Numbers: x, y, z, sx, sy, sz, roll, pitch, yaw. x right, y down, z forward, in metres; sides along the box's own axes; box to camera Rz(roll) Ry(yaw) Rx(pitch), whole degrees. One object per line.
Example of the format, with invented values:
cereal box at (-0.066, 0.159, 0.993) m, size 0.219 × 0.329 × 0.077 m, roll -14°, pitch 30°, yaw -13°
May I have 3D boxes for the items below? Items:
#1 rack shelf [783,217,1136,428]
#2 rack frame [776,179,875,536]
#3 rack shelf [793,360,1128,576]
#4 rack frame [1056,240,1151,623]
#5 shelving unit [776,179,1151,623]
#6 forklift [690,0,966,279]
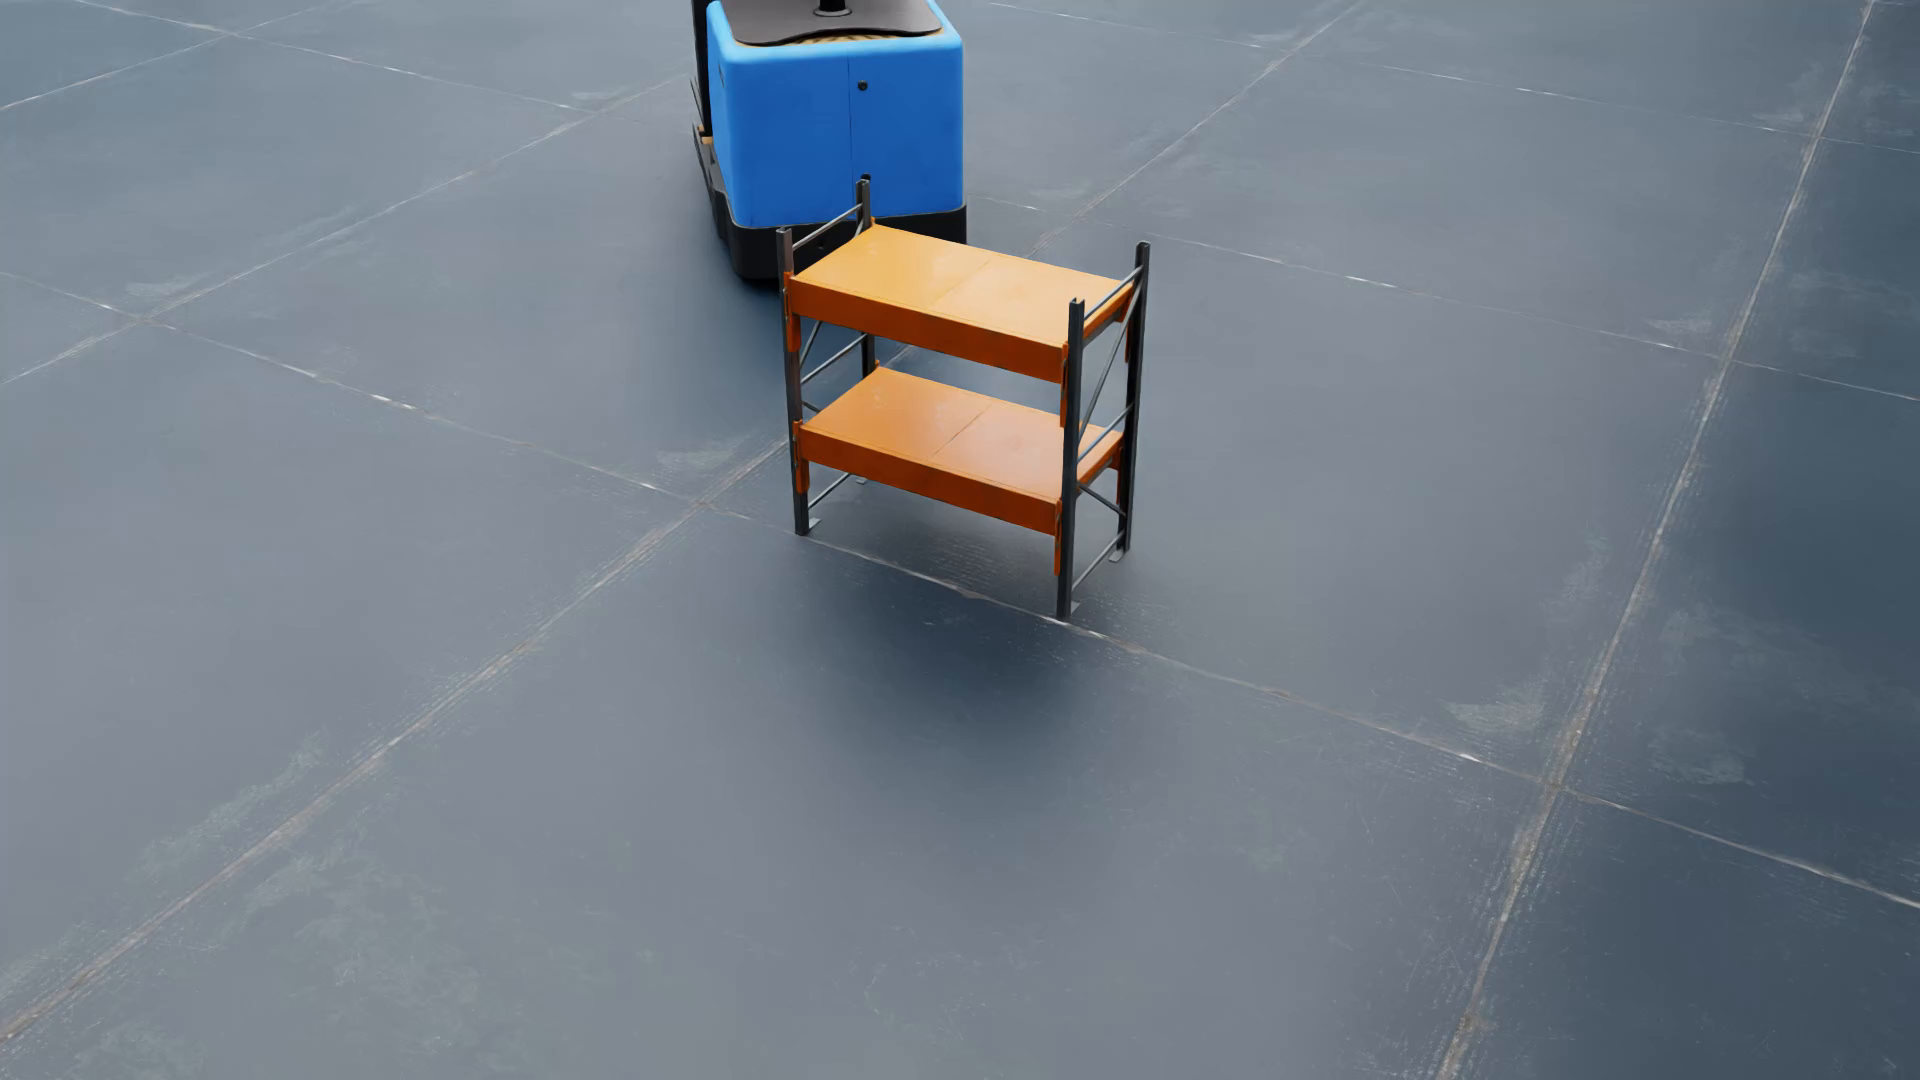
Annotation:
rack shelf at (0.006, -0.710, 5.273) m, size 1.000 × 0.278 × 0.538 m, roll 18°, pitch 37°, yaw 24°
rack frame at (-0.435, -0.606, 5.645) m, size 0.032 × 1.125 × 0.500 m, roll 18°, pitch 37°, yaw 24°
rack shelf at (0.006, -0.263, 5.571) m, size 1.000 × 0.278 × 0.538 m, roll 18°, pitch 37°, yaw 24°
rack frame at (0.447, -0.327, 5.225) m, size 0.032 × 1.125 × 0.500 m, roll 18°, pitch 37°, yaw 24°
shelving unit at (0.006, -0.466, 5.435) m, size 1.048 × 1.125 × 0.538 m, roll 18°, pitch 37°, yaw 24°
forklift at (-0.794, -3.183, 7.886) m, size 1.130 × 2.935 × 3.031 m, roll -7°, pitch 34°, yaw -10°
